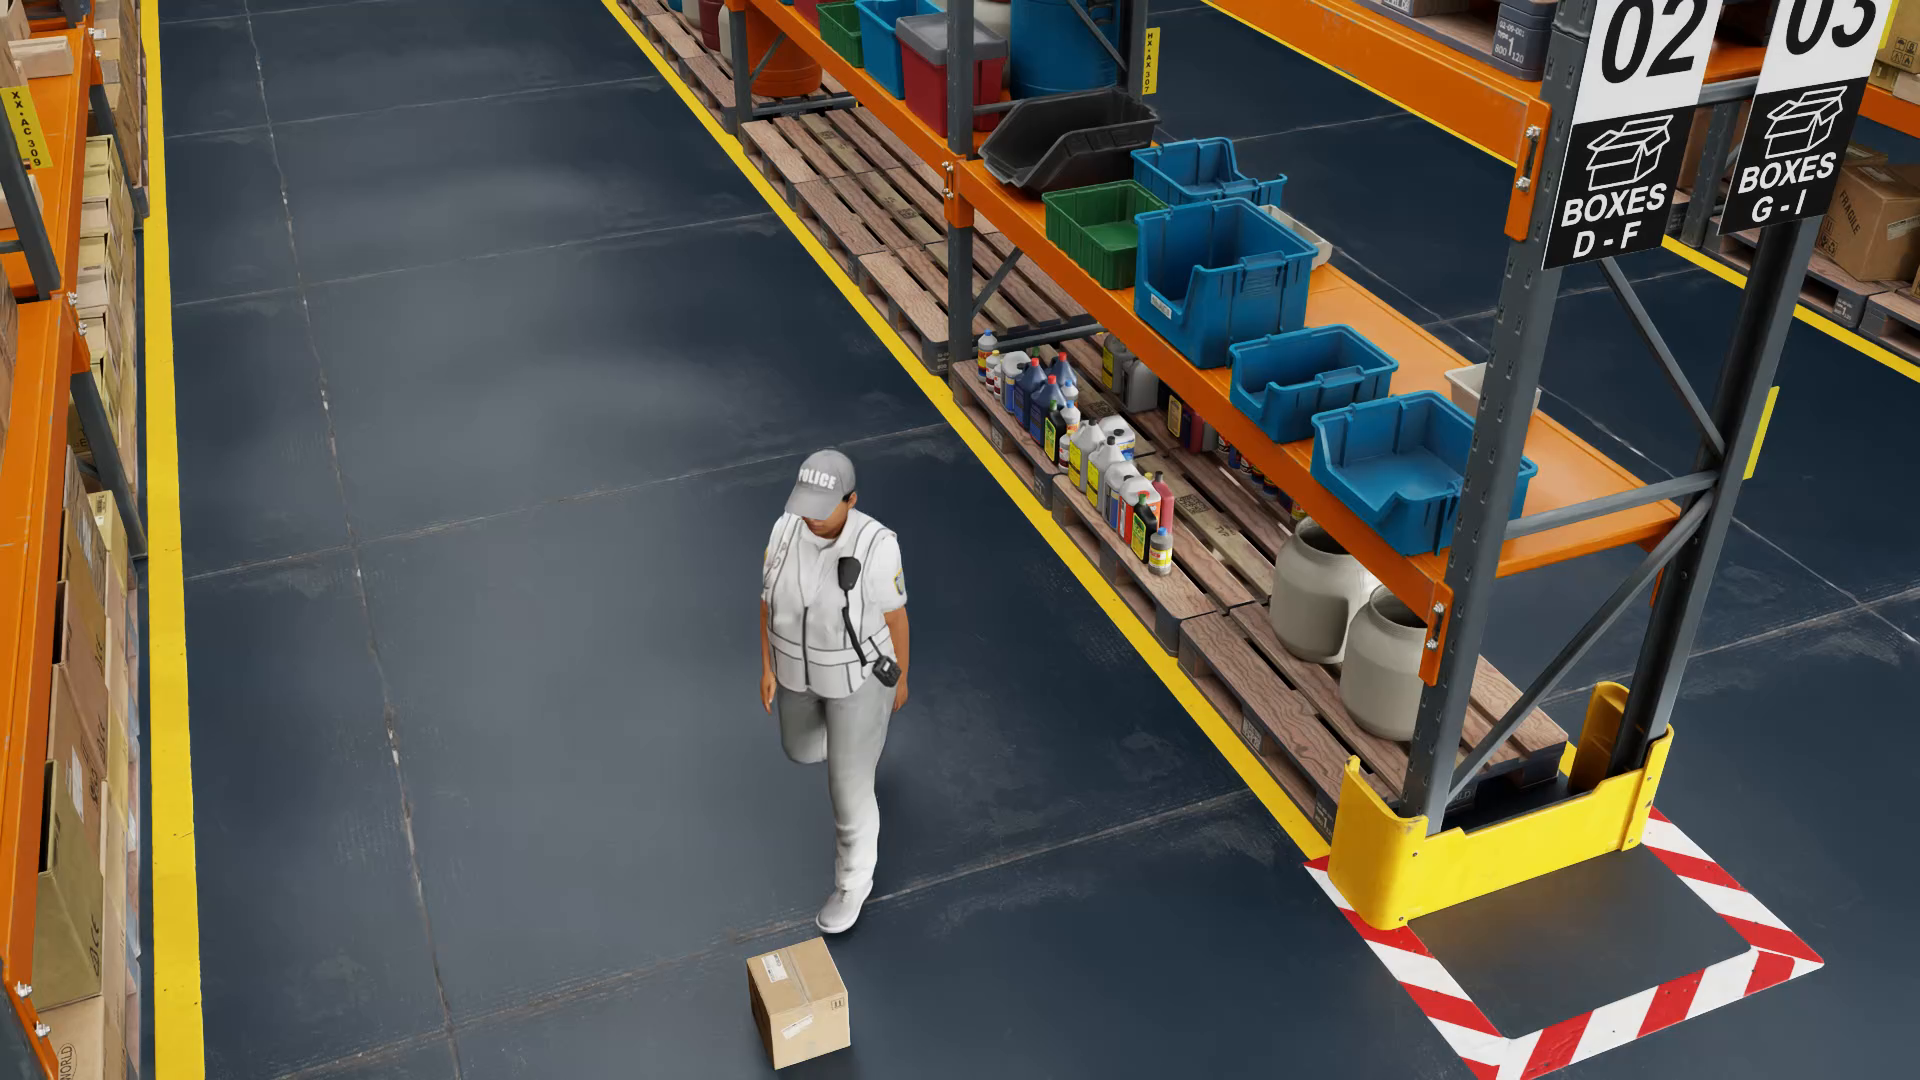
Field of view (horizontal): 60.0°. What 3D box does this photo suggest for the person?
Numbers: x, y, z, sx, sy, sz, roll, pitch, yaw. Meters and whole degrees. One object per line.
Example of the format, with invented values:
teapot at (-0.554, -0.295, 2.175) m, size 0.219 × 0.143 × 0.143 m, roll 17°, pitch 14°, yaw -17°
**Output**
person at (-0.408, 0.411, 5.515) m, size 0.490 × 1.632 × 0.845 m, roll 15°, pitch 36°, yaw 21°
